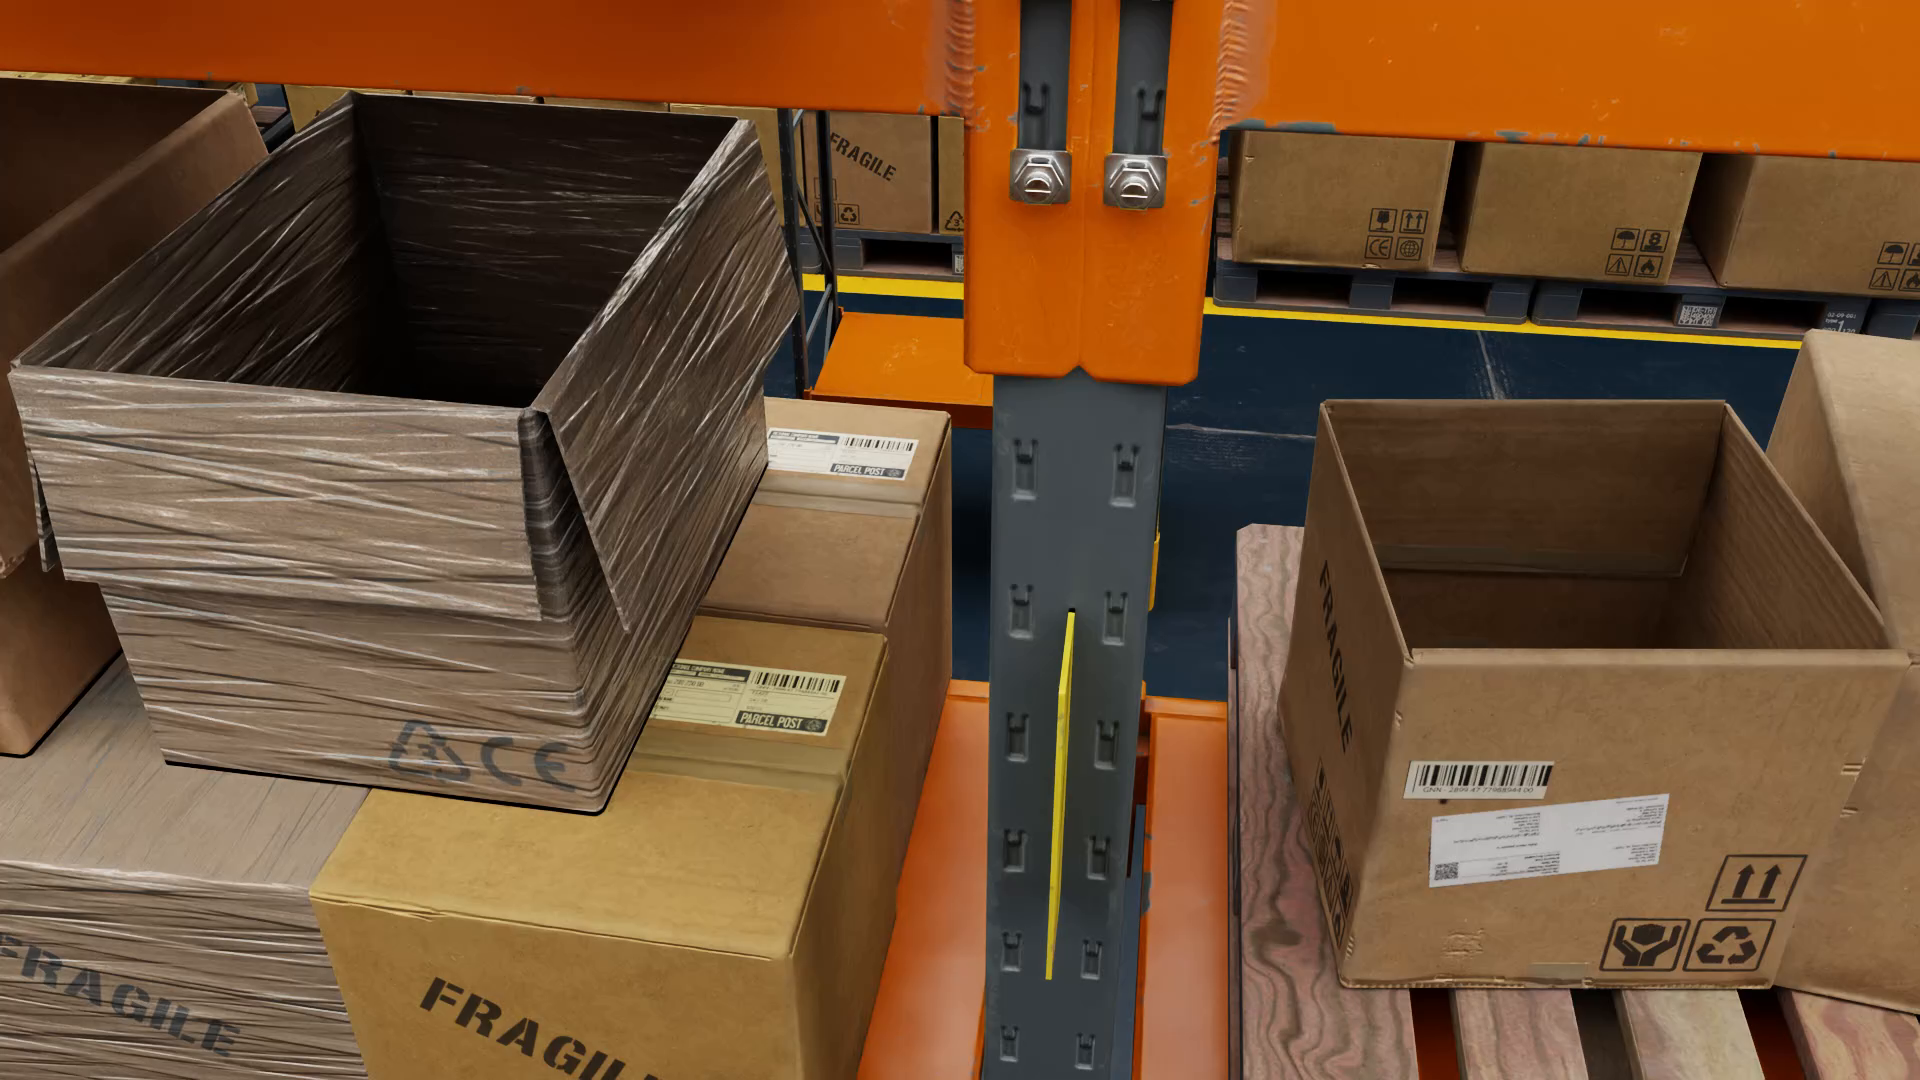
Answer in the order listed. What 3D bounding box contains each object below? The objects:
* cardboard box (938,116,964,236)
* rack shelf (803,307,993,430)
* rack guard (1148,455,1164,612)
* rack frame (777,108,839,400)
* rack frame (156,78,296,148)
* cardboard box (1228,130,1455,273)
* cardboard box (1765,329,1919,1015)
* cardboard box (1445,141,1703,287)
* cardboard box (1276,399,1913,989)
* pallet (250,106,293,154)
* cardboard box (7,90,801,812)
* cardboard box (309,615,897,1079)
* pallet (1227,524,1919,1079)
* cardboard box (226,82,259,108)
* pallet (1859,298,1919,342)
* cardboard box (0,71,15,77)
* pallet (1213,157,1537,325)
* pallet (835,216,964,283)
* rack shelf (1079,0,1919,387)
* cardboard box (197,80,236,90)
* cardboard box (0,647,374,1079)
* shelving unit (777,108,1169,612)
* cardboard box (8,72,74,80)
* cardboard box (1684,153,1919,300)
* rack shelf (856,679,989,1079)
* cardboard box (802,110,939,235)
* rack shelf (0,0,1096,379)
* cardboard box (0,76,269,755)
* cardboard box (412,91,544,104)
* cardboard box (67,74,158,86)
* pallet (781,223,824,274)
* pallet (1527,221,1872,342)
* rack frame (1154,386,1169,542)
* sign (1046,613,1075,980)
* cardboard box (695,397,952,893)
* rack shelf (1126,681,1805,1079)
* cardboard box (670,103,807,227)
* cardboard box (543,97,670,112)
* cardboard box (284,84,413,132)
[{"bbox_3d":[0.195,-1.534,6.608,0.500,0.500,0.500,4,36,6],"label":"cardboard box"},{"bbox_3d":[0.085,-0.458,4.910,1.000,0.185,0.538,4,36,6],"label":"rack shelf"},{"bbox_3d":[0.570,-0.059,5.118,0.087,0.250,0.587,4,36,6],"label":"rack guard"},{"bbox_3d":[-0.420,-0.642,4.858,0.032,1.500,0.500,4,36,6],"label":"rack frame"},{"bbox_3d":[-3.086,-2.778,6.561,0.127,3.000,1.000,4,36,6],"label":"rack frame"},{"bbox_3d":[1.474,-1.641,6.542,0.750,0.750,1.050,4,36,5],"label":"cardboard box"},{"bbox_3d":[1.257,0.157,2.001,0.500,0.500,0.700,9,37,13],"label":"cardboard box"},{"bbox_3d":[2.342,-1.578,6.454,0.750,0.750,1.050,5,36,7],"label":"cardboard box"},{"bbox_3d":[0.690,0.173,1.978,0.500,0.500,0.500,0,36,0],"label":"cardboard box"},{"bbox_3d":[-3.757,-1.673,7.412,1.213,0.211,1.003,4,36,6],"label":"pallet"},{"bbox_3d":[-0.574,-0.145,1.921,0.637,0.503,0.797,5,36,8],"label":"cardboard box"},{"bbox_3d":[-0.372,0.433,1.975,0.500,0.500,0.500,5,36,7],"label":"cardboard box"},{"bbox_3d":[0.870,0.437,2.220,1.003,0.211,1.213,4,36,6],"label":"pallet"},{"bbox_3d":[-3.406,-2.001,7.564,0.250,0.149,0.380,3,36,4],"label":"cardboard box"},{"bbox_3d":[4.074,-1.065,6.561,1.213,0.211,1.003,4,36,6],"label":"pallet"},{"bbox_3d":[-3.978,-1.918,6.936,0.250,0.149,0.380,4,36,6],"label":"cardboard box"},{"bbox_3d":[1.654,-1.246,6.814,1.213,0.211,1.003,4,36,6],"label":"pallet"},{"bbox_3d":[0.107,-1.406,7.039,1.213,0.211,1.003,4,36,6],"label":"pallet"},{"bbox_3d":[2.133,-0.412,1.283,4.000,0.370,1.077,4,36,6],"label":"rack shelf"},{"bbox_3d":[-3.405,-2.121,7.477,0.250,0.149,0.380,6,36,8],"label":"cardboard box"},{"bbox_3d":[-0.865,0.393,2.031,0.500,0.500,0.500,4,36,6],"label":"cardboard box"},{"bbox_3d":[0.076,-0.605,4.806,1.083,1.500,0.587,4,36,6],"label":"shelving unit"},{"bbox_3d":[-3.731,-1.904,6.916,0.250,0.149,0.380,5,36,7],"label":"cardboard box"},{"bbox_3d":[3.265,-1.509,6.358,0.750,0.750,1.050,4,36,6],"label":"cardboard box"},{"bbox_3d":[-1.834,0.513,2.569,4.000,0.370,1.077,4,36,6],"label":"rack shelf"},{"bbox_3d":[-0.319,-1.575,6.664,0.500,0.500,0.500,6,36,8],"label":"cardboard box"},{"bbox_3d":[-1.834,-0.708,1.697,4.000,0.370,1.077,4,36,6],"label":"rack shelf"},{"bbox_3d":[-1.220,-0.194,1.991,0.637,0.503,0.797,5,36,7],"label":"cardboard box"},{"bbox_3d":[-1.862,-1.686,6.821,0.500,0.500,0.500,6,36,8],"label":"cardboard box"},{"bbox_3d":[-3.472,-1.908,6.921,0.250,0.149,0.380,5,36,7],"label":"cardboard box"},{"bbox_3d":[-1.100,-1.498,7.167,1.213,0.211,1.003,4,36,6],"label":"pallet"},{"bbox_3d":[2.860,-1.154,6.685,1.213,0.211,1.003,4,36,6],"label":"pallet"},{"bbox_3d":[0.589,-0.567,4.753,0.032,1.500,0.500,4,36,6],"label":"rack frame"},{"bbox_3d":[0.082,0.217,1.368,0.005,0.325,0.100,4,36,6],"label":"sign"},{"bbox_3d":[-0.298,0.134,2.393,0.500,0.500,0.500,5,36,7],"label":"cardboard box"},{"bbox_3d":[2.133,0.809,2.154,4.000,0.370,1.077,4,36,6],"label":"rack shelf"},{"bbox_3d":[-0.846,-1.604,6.706,0.500,0.500,0.500,3,36,4],"label":"cardboard box"},{"bbox_3d":[-1.341,-1.655,6.778,0.500,0.500,0.500,5,36,7],"label":"cardboard box"},{"bbox_3d":[-2.387,-1.724,6.874,0.500,0.500,0.500,6,36,8],"label":"cardboard box"}]
